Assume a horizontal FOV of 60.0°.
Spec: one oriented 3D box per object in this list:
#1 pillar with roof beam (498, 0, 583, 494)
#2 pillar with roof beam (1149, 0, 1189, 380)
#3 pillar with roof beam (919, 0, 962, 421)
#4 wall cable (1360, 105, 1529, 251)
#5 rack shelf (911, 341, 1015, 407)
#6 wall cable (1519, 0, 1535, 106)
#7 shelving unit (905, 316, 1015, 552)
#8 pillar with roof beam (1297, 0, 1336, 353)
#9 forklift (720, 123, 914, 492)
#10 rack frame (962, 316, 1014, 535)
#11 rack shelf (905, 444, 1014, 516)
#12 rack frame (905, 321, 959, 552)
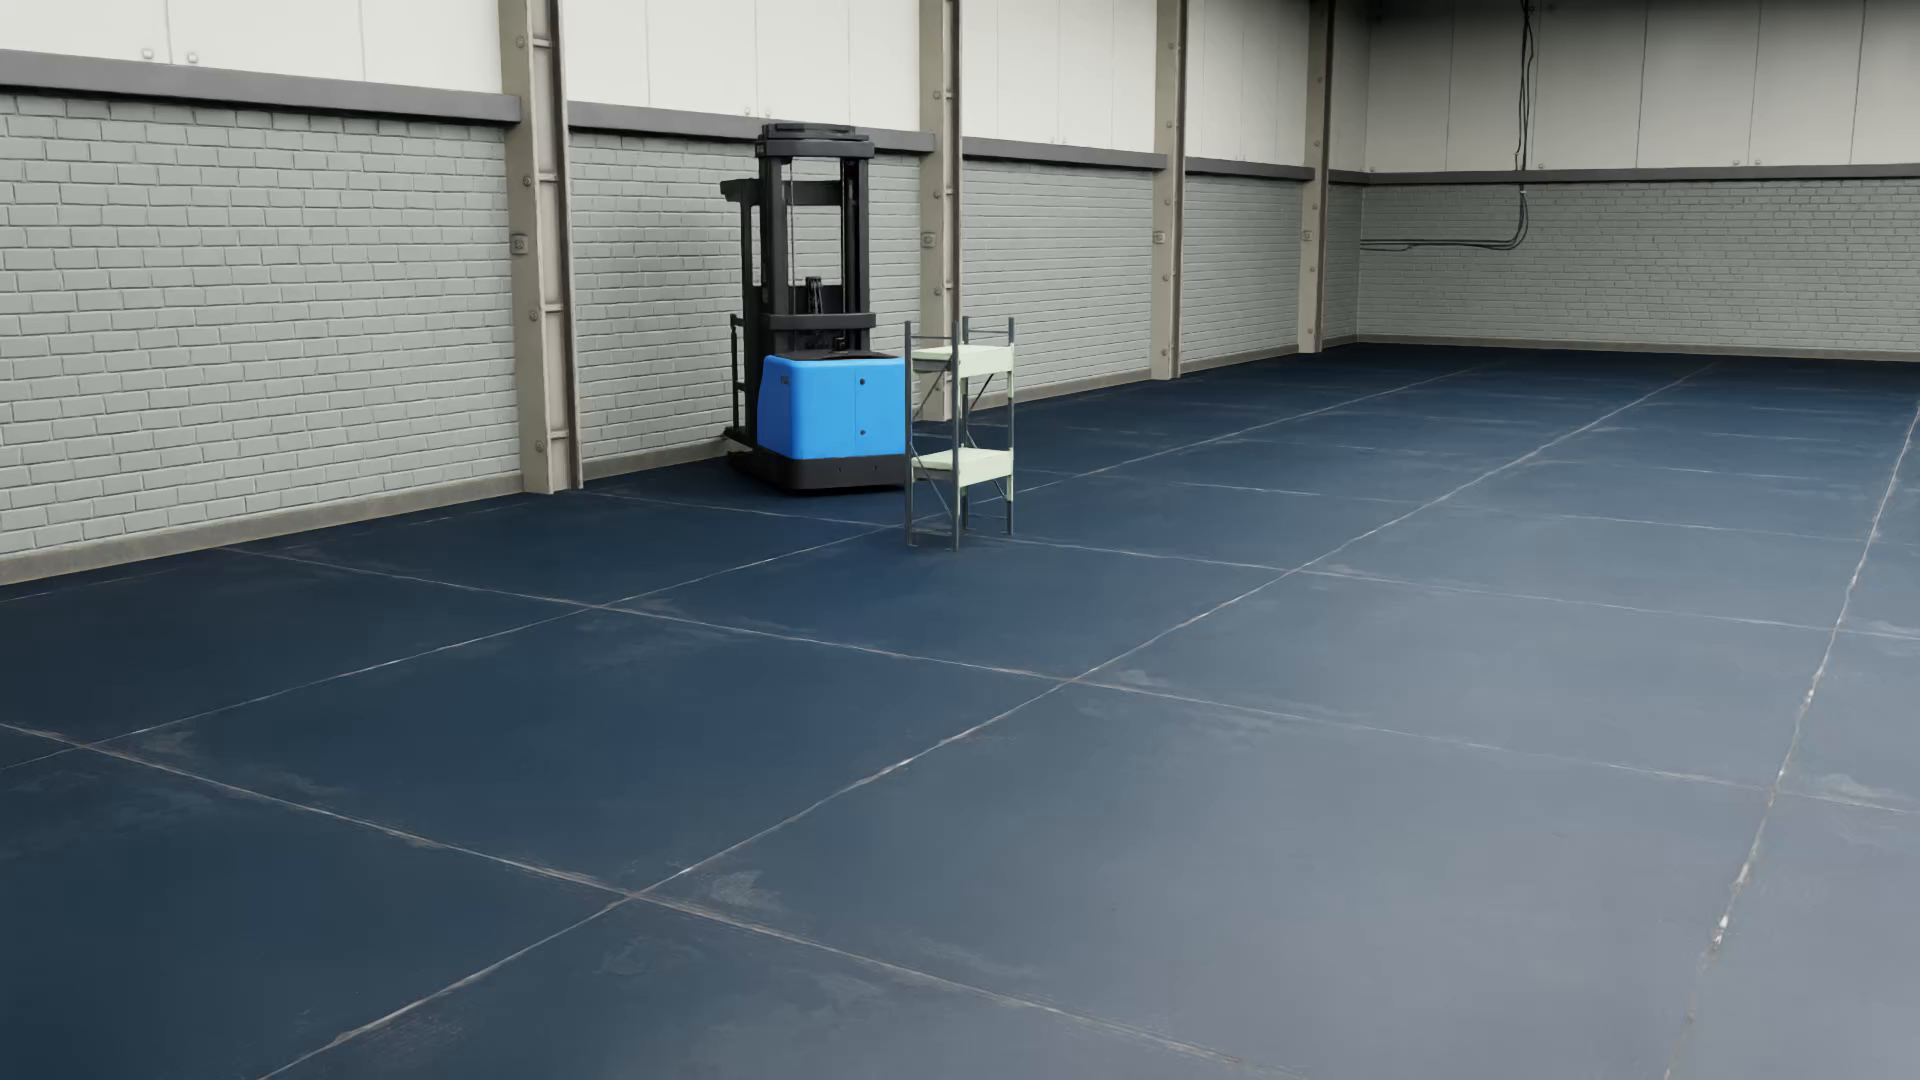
[{"bbox_3d":[0.357,-4.423,10.540,9.100,9.000,0.400,6,12,31],"label":"pillar with roof beam"},{"bbox_3d":[6.588,-6.310,20.621,9.100,9.000,0.400,6,12,31],"label":"pillar with roof beam"},{"bbox_3d":[3.473,-5.367,15.580,9.100,9.000,0.400,6,12,31],"label":"pillar with roof beam"},{"bbox_3d":[8.683,-6.476,29.944,3.097,2.526,0.112,6,12,31],"label":"wall cable"},{"bbox_3d":[0.003,-1.122,11.164,0.431,0.370,0.720,6,12,31],"label":"rack shelf"},{"bbox_3d":[10.995,-8.700,28.099,3.097,2.526,0.112,6,12,31],"label":"wall cable"},{"bbox_3d":[0.003,-0.738,11.236,0.431,1.500,0.755,6,12,31],"label":"shelving unit"},{"bbox_3d":[9.703,-7.254,25.661,9.100,9.000,0.400,6,12,31],"label":"pillar with roof beam"},{"bbox_3d":[-1.411,-2.056,14.387,1.130,2.935,3.031,-4,11,-22],"label":"forklift"},{"bbox_3d":[0.193,-0.796,11.544,0.400,1.500,0.023,6,12,31],"label":"rack frame"},{"bbox_3d":[0.003,-0.418,11.296,0.431,0.370,0.720,6,12,31],"label":"rack shelf"},{"bbox_3d":[-0.187,-0.681,10.929,0.400,1.500,0.023,6,12,31],"label":"rack frame"}]
